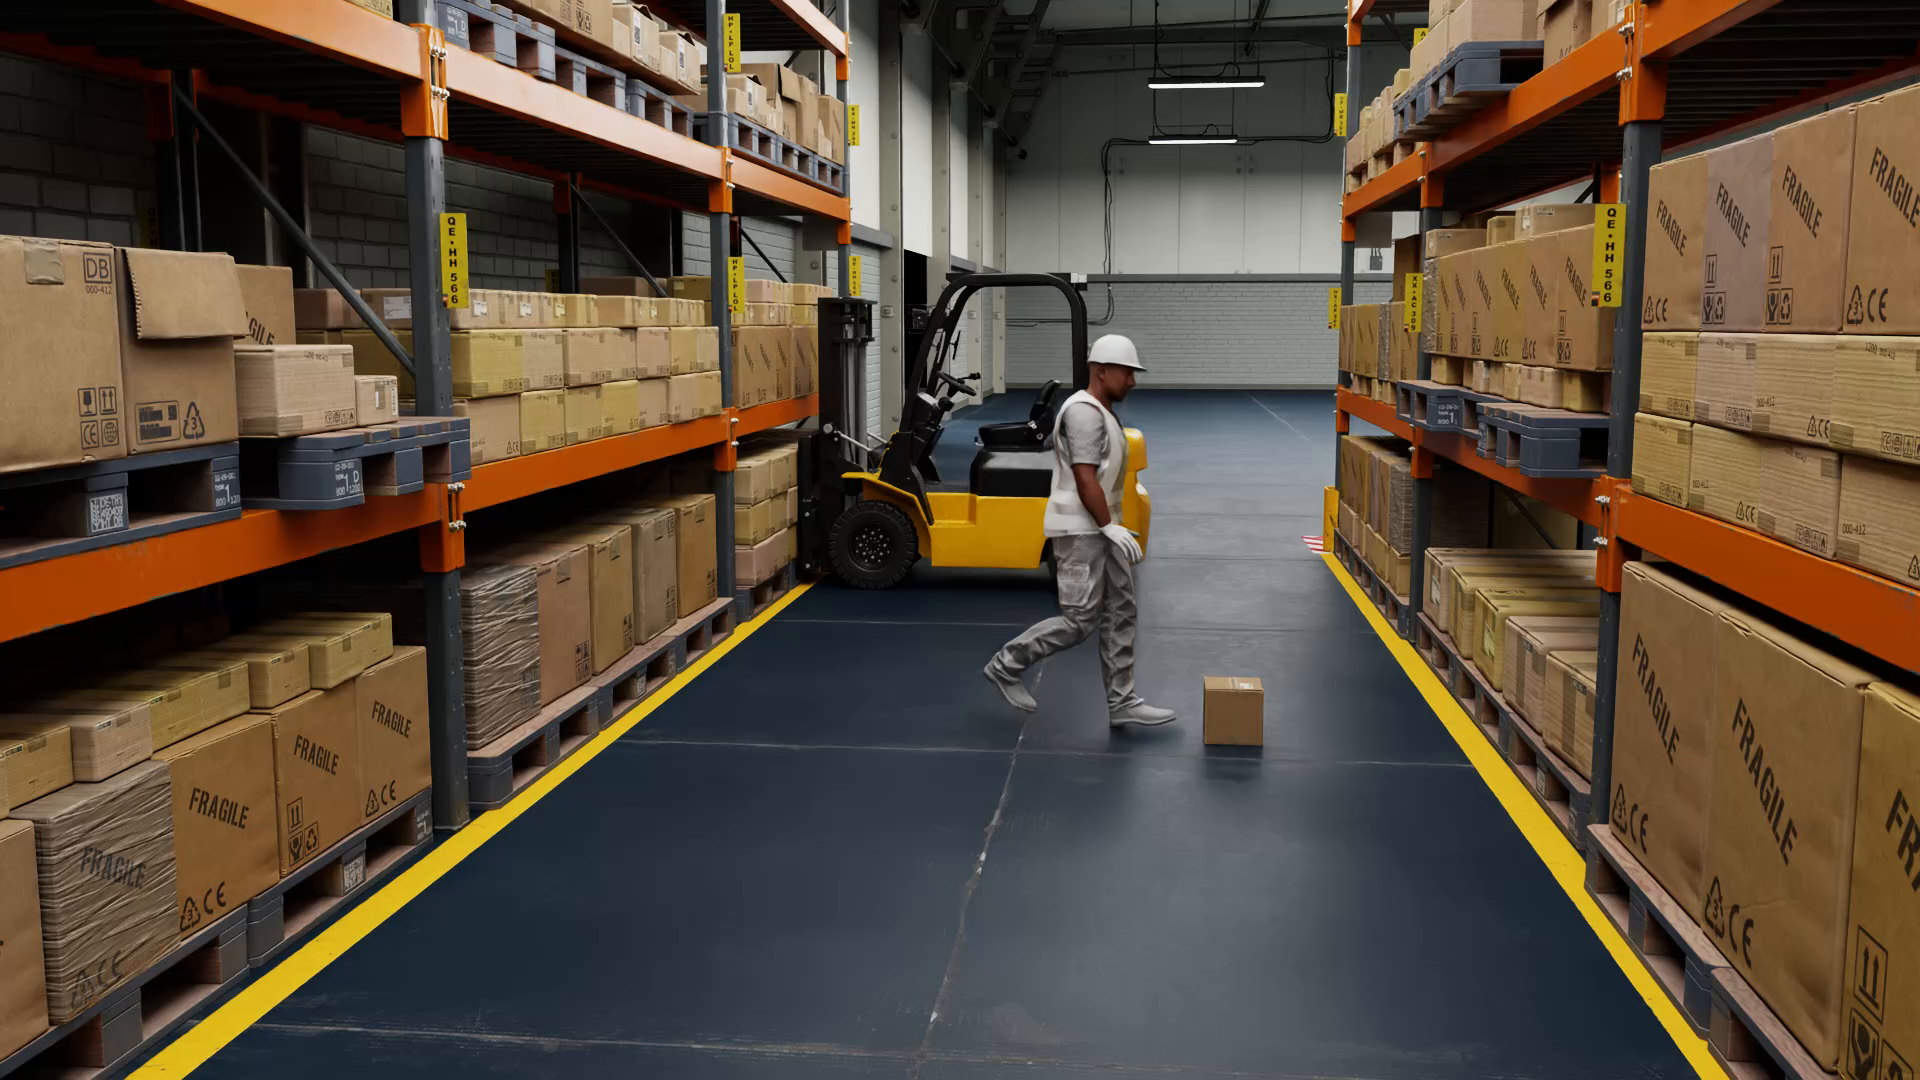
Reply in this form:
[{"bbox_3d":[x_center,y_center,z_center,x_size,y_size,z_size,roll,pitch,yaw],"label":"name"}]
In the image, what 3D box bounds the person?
[{"bbox_3d":[0.543,-0.033,7.438,0.860,1.759,0.567,3,8,19],"label":"person"}]
